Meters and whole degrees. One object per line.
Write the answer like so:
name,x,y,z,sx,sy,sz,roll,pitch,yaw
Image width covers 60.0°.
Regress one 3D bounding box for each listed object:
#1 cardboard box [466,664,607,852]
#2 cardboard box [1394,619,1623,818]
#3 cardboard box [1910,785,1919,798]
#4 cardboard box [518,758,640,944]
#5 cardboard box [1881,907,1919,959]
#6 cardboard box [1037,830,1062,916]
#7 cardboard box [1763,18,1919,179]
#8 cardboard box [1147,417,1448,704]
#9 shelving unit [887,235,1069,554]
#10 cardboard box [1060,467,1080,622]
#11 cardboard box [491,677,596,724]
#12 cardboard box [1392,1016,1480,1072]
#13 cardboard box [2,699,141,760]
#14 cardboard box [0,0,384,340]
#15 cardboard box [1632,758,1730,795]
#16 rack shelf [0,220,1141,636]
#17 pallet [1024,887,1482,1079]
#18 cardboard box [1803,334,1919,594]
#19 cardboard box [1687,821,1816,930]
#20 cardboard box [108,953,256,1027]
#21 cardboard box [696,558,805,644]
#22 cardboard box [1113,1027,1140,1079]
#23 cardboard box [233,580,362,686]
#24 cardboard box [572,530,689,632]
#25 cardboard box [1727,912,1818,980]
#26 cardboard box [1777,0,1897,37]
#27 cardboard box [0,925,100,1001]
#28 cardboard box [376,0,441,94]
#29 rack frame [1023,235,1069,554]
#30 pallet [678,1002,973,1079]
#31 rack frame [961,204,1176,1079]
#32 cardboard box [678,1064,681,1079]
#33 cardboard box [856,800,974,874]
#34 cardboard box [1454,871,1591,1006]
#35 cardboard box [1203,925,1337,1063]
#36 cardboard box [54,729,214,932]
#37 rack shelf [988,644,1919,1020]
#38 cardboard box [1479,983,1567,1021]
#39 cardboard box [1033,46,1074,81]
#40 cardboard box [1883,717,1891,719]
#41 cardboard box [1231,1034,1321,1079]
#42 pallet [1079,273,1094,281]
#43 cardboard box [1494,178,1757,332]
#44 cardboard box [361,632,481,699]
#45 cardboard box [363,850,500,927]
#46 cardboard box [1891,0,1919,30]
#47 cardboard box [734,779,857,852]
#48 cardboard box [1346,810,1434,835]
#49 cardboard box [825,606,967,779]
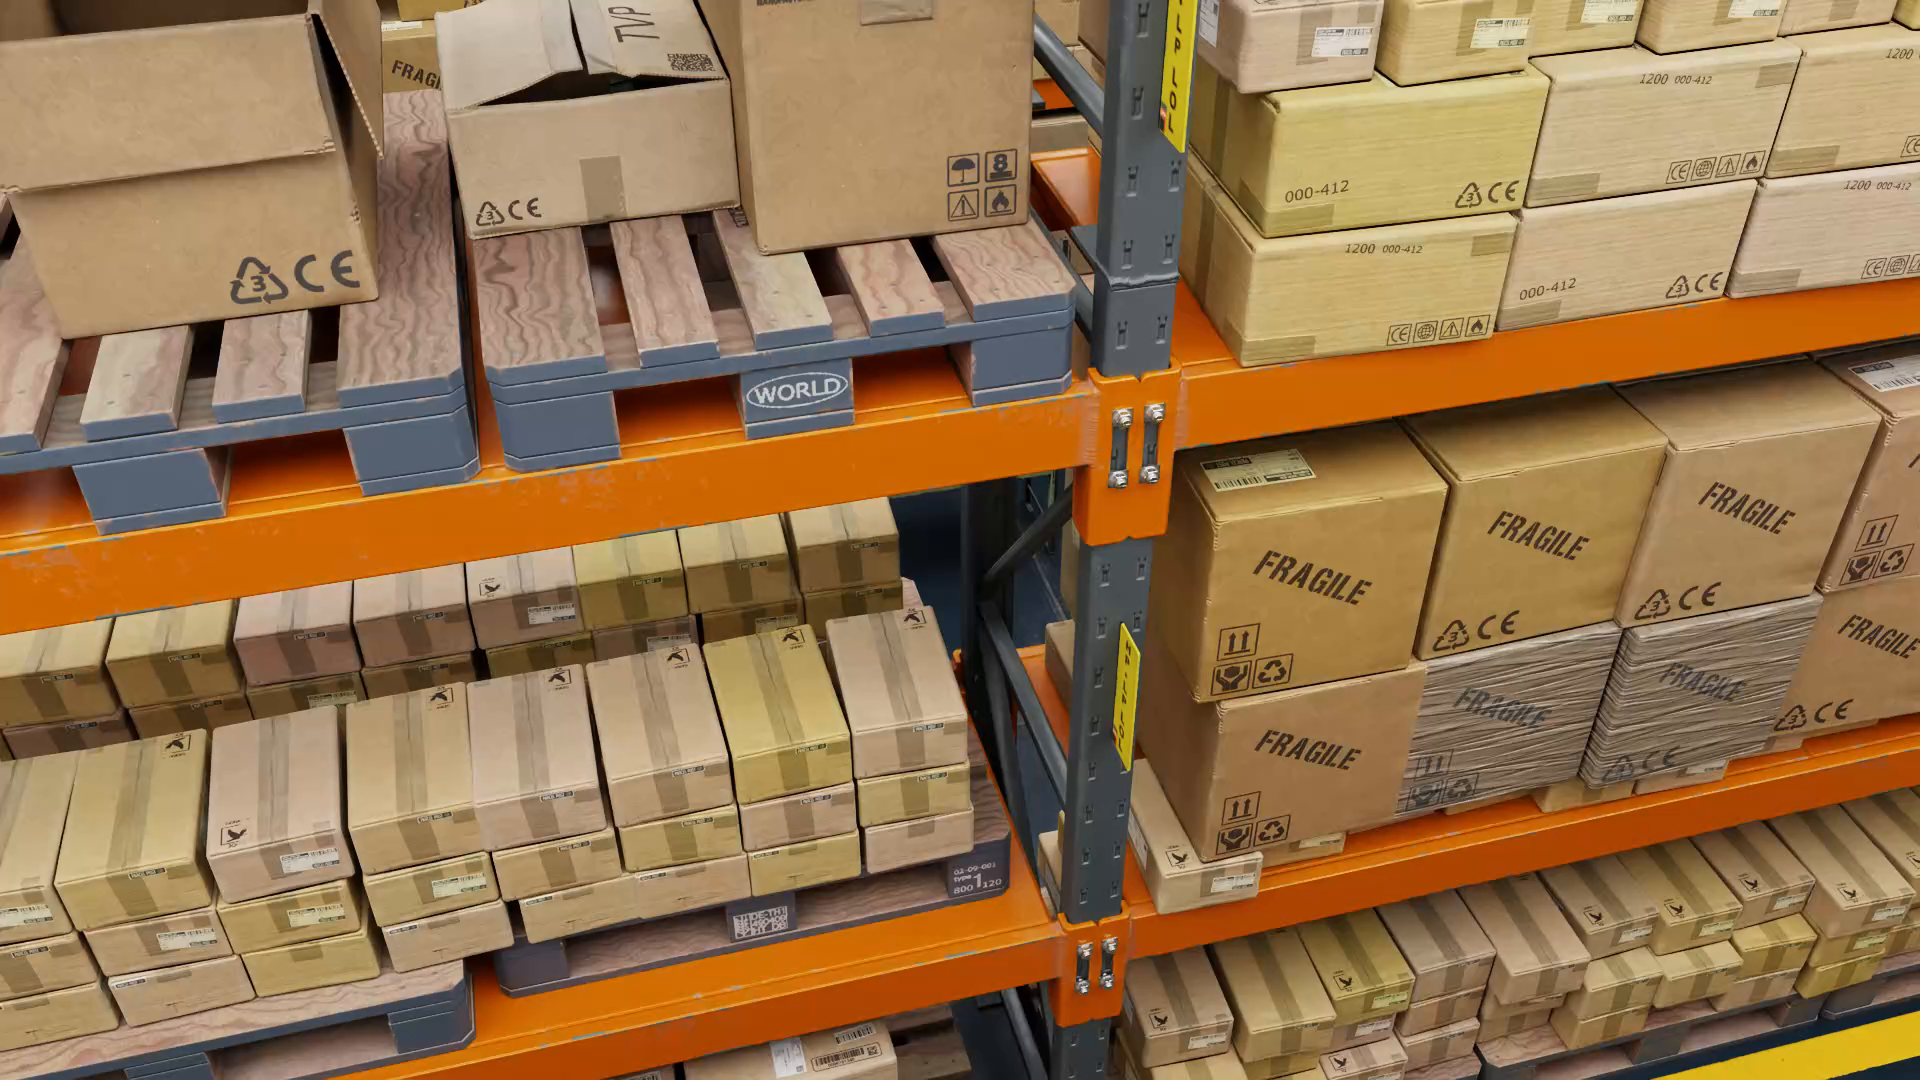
cardboard box,-0.908,0.459,3.553,0.250,0.149,0.380,-9,38,-12
cardboard box,1.211,0.288,4.077,0.500,0.500,0.500,-9,38,-12
cardboard box,3.133,0.909,5.104,0.250,0.149,0.380,-10,39,-13
cardboard box,-0.875,0.691,3.739,0.250,0.149,0.380,-11,39,-14
cardboard box,2.864,1.135,5.298,0.250,0.149,0.380,-9,38,-11
cardboard box,0.412,1.070,5.138,0.250,0.149,0.380,-9,38,-11
cardboard box,1.690,-0.954,3.272,0.500,0.250,0.500,-9,38,-11
cardboard box,0.690,-0.024,3.663,0.500,0.500,0.500,-8,38,-11
shelving unit,-0.006,-0.595,6.793,0.755,1.500,0.431,-9,38,-12
cardboard box,0.584,0.059,4.377,0.500,0.500,0.500,-9,38,-12
cardboard box,-1.060,0.309,4.239,0.250,0.149,0.380,-9,38,-11
cardboard box,1.342,1.374,4.986,0.250,0.149,0.380,-10,39,-13
cardboard box,-2.068,0.357,3.931,0.250,0.149,0.380,-8,38,-11
cardboard box,-1.335,-0.772,2.891,0.637,0.503,0.797,-10,38,-13
cardboard box,1.808,0.469,4.375,0.250,0.149,0.380,-8,38,-10
rack shelf,-1.740,-0.130,3.074,4.000,0.370,1.077,-9,38,-12
pallet,0.830,1.440,5.194,1.213,0.211,1.003,-9,38,-12
cardboard box,2.177,-0.257,3.968,0.500,0.500,0.500,-11,39,-14
cardboard box,2.338,0.965,5.031,0.250,0.149,0.380,-11,39,-13
cardboard box,-1.655,0.822,3.568,0.250,0.149,0.380,-11,39,-13
cardboard box,-0.559,0.109,4.255,0.250,0.149,0.380,-10,39,-13
cardboard box,0.626,1.556,4.748,0.250,0.149,0.380,-11,39,-14
cardboard box,-1.557,0.154,3.951,0.250,0.149,0.380,-8,38,-10
cardboard box,-0.825,0.035,4.106,0.250,0.149,0.380,-9,38,-12
cardboard box,2.367,1.127,5.064,0.250,0.149,0.380,-7,38,-10
cardboard box,1.541,-1.097,3.131,0.250,0.149,0.380,-10,39,-13
cardboard box,-1.909,0.744,3.425,0.250,0.149,0.380,-10,38,-12
cardboard box,-2.367,-2.110,7.458,0.500,0.500,0.500,-10,38,-12
rack frame,0.347,-0.653,6.869,0.023,1.500,0.400,-9,38,-12
pallet,-0.560,1.691,4.866,1.213,0.211,1.003,-9,38,-12
rack frame,0.191,0.459,4.181,0.127,3.000,1.000,-9,38,-12
cardboard box,-0.953,1.631,4.360,0.500,0.500,0.500,-10,39,-13
cardboard box,-0.141,0.571,3.896,0.250,0.149,0.380,-10,39,-13
cardboard box,1.603,1.131,4.814,0.250,0.149,0.380,-9,38,-11
cardboard box,0.859,1.247,4.663,0.250,0.149,0.380,-8,38,-10
cardboard box,-1.664,0.584,3.390,0.250,0.149,0.380,-10,39,-13
rack shelf,2.122,0.428,4.814,4.000,0.370,1.077,-9,38,-12
cardboard box,1.604,1.214,4.951,0.250,0.149,0.380,-8,38,-10
cardboard box,0.376,-2.385,8.106,0.250,0.149,0.380,-10,39,-13
cardboard box,2.545,0.295,4.602,0.250,0.149,0.380,-11,39,-14
cardboard box,0.845,1.344,4.780,0.250,0.149,0.380,-9,38,-12
pallet,0.930,-1.629,9.205,1.213,0.211,1.003,-9,38,-12
cardboard box,1.188,-0.676,3.319,0.500,0.250,0.500,-10,39,-13
cardboard box,-1.319,0.236,4.089,0.250,0.149,0.380,-8,38,-10
cardboard box,-1.150,0.619,3.588,0.250,0.149,0.380,-11,39,-14
cardboard box,1.816,-1.114,3.152,0.250,0.149,0.380,-7,38,-10
cardboard box,-0.396,0.495,3.750,0.250,0.149,0.380,-9,38,-12
cardboard box,1.024,0.549,4.271,0.250,0.149,0.380,-11,39,-14
cardboard box,-0.146,0.334,3.716,0.250,0.149,0.380,-8,38,-10
